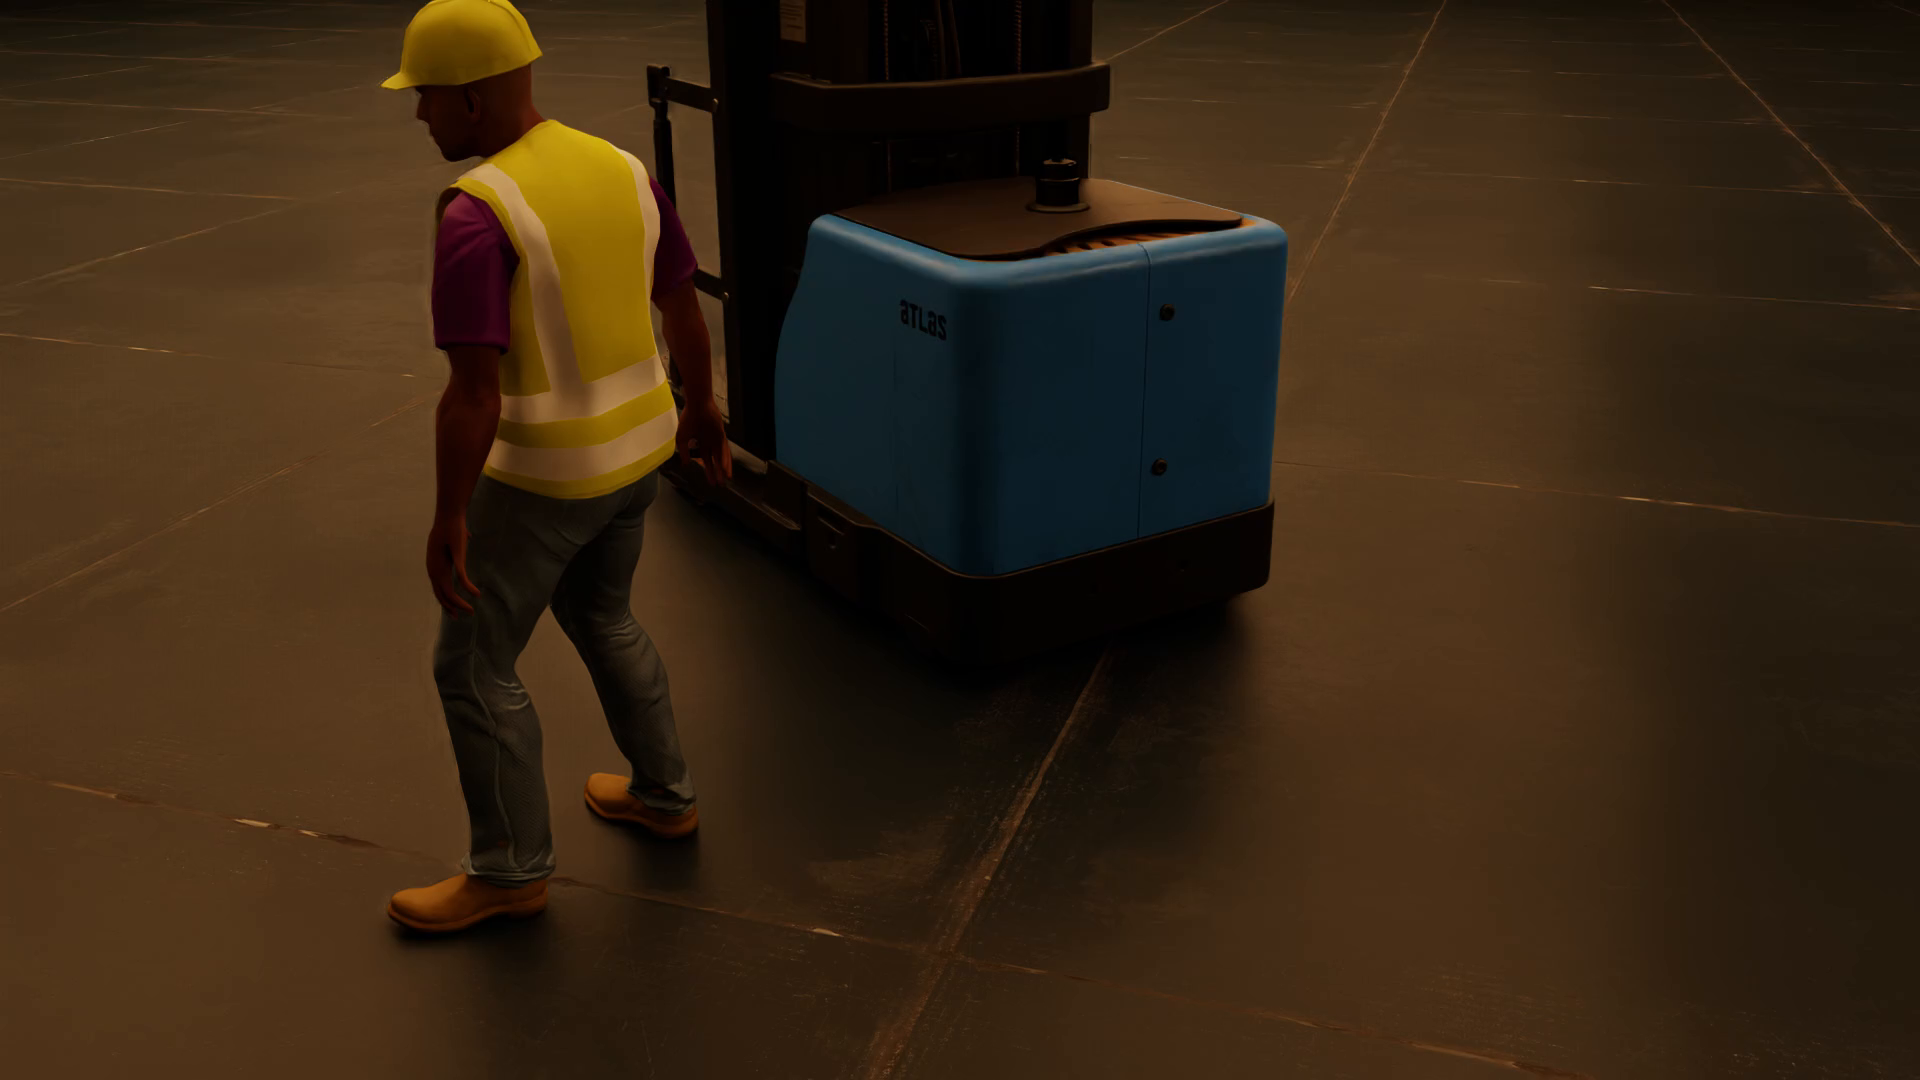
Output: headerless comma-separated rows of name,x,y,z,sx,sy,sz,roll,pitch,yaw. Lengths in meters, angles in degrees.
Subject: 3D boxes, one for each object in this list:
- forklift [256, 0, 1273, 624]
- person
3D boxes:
forklift,-0.629,-1.399,4.669,3.031,2.935,1.130,5,23,11
person,-0.786,-0.180,3.247,0.493,1.766,0.699,12,25,26
